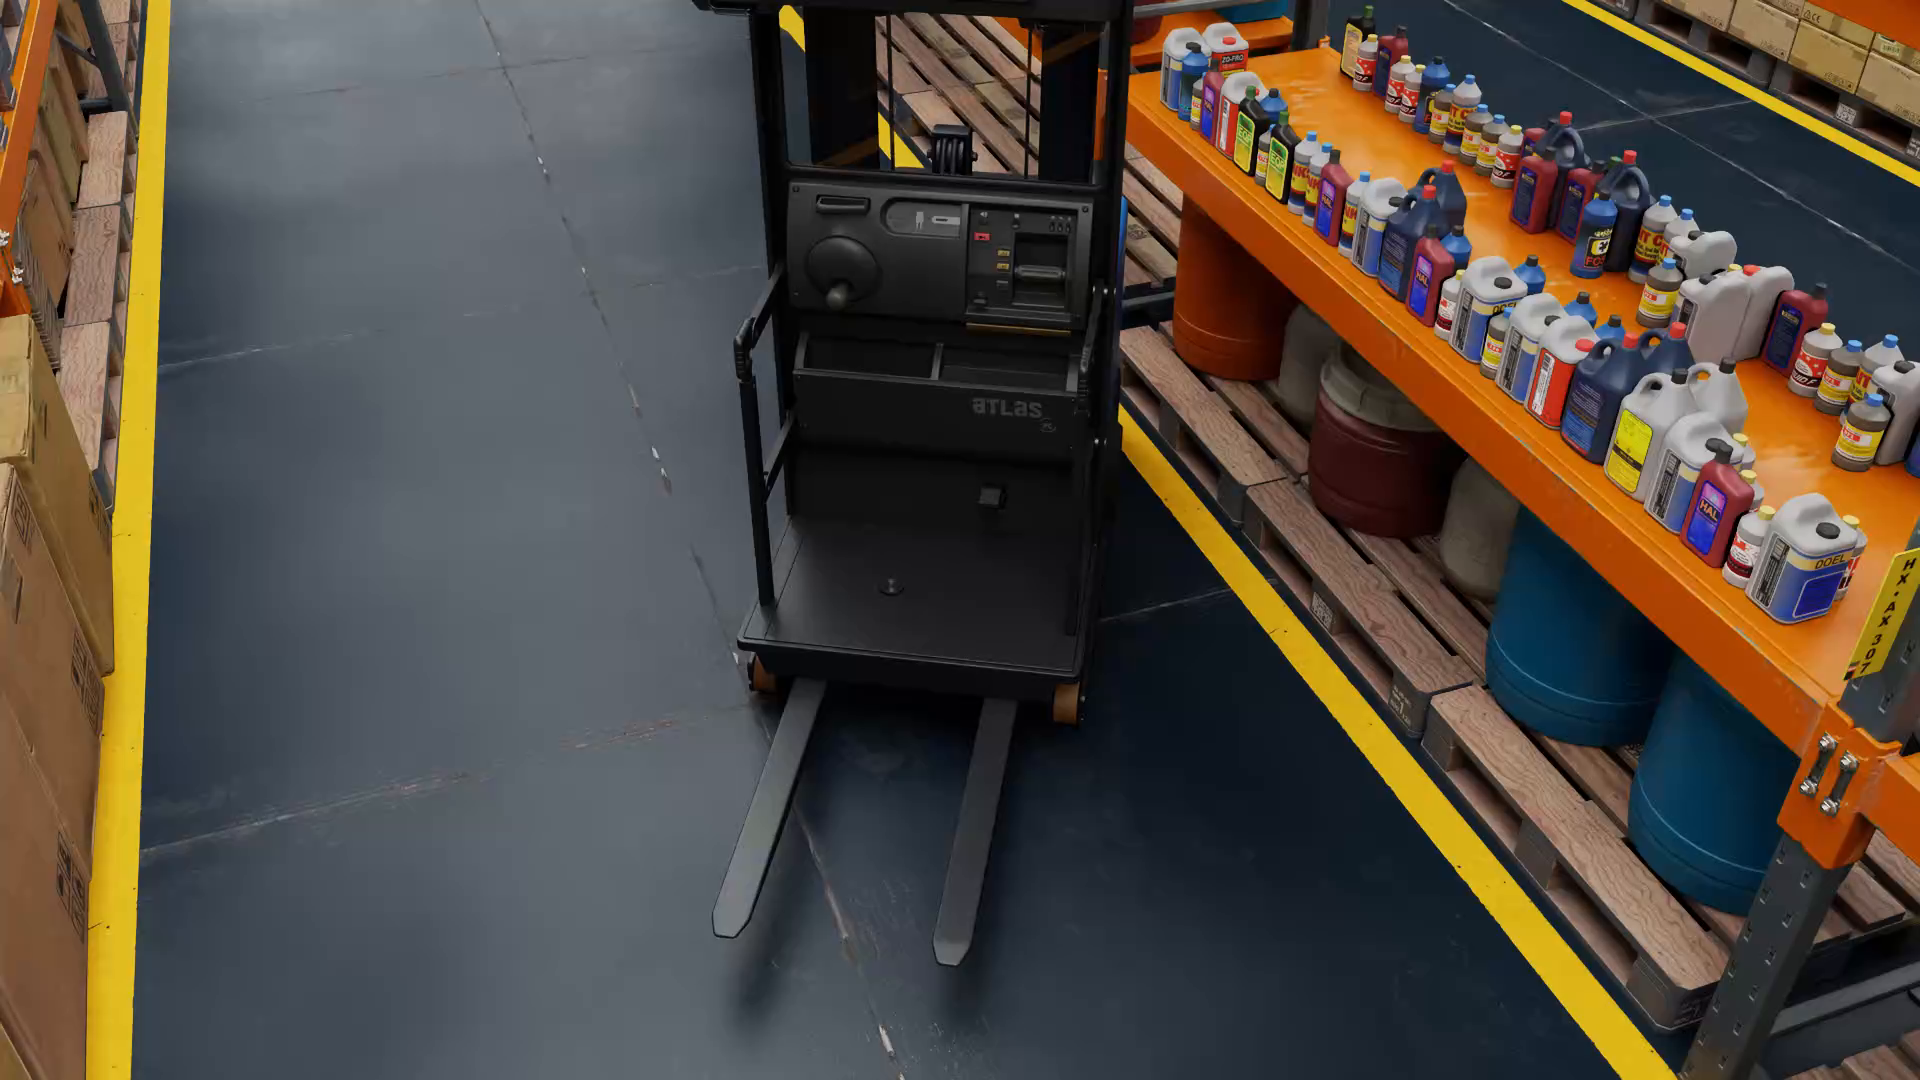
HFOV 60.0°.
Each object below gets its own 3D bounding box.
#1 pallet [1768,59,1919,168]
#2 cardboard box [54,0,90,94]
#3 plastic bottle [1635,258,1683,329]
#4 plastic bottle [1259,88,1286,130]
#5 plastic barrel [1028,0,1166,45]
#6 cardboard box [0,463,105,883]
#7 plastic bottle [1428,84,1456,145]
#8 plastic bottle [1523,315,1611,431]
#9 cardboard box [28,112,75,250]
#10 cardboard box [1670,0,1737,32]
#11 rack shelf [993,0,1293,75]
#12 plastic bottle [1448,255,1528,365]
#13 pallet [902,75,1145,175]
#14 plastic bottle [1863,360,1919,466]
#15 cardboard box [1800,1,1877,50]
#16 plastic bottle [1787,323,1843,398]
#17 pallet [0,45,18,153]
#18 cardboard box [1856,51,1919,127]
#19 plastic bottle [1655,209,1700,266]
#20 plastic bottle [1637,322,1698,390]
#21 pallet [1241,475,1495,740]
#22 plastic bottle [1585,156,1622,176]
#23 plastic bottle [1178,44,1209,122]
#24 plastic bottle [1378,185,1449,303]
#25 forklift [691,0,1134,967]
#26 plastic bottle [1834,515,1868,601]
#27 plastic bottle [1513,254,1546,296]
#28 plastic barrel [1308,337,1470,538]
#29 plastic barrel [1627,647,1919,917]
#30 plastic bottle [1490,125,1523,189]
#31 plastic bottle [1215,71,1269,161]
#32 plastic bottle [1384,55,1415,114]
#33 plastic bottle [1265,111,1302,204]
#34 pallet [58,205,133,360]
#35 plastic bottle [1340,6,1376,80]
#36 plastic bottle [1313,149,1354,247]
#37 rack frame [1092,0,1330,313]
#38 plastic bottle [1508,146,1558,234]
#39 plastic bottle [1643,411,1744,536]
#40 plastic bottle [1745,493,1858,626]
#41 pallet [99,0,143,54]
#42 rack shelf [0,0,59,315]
[{"bbox_3d":[5.403,-2.496,9.388,1.003,0.211,1.213,-12,39,-16],"label":"pallet"},{"bbox_3d":[-5.130,-2.751,9.137,0.500,0.500,0.500,-14,39,-17],"label":"cardboard box"},{"bbox_3d":[2.063,-0.732,4.894,0.097,0.201,0.097,0,37,0],"label":"plastic bottle"},{"bbox_3d":[1.073,-1.430,5.763,0.097,0.271,0.097,0,37,0],"label":"plastic bottle"},{"bbox_3d":[0.553,-2.367,6.786,0.600,0.536,0.708,-12,39,-16],"label":"plastic barrel"},{"bbox_3d":[-3.136,0.493,4.520,1.225,0.875,0.875,-12,39,-16],"label":"cardboard box"},{"bbox_3d":[1.740,-1.529,5.952,0.097,0.201,0.097,0,37,0],"label":"plastic bottle"},{"bbox_3d":[1.636,-0.451,4.458,0.152,0.276,0.135,-12,39,-16],"label":"plastic bottle"},{"bbox_3d":[-4.499,-1.584,7.571,0.700,0.500,0.500,-16,40,-20],"label":"cardboard box"},{"bbox_3d":[4.709,-3.318,10.098,0.500,0.250,0.500,-12,39,-15],"label":"cardboard box"},{"bbox_3d":[0.309,-2.955,8.278,1.077,0.370,4.000,-12,39,-16],"label":"rack shelf"},{"bbox_3d":[1.509,-0.658,4.733,0.152,0.276,0.135,-12,39,-16],"label":"plastic bottle"},{"bbox_3d":[0.351,-2.133,8.906,1.003,0.211,1.213,-12,39,-16],"label":"pallet"},{"bbox_3d":[2.446,-0.351,4.326,0.152,0.276,0.135,-12,39,-16],"label":"plastic bottle"},{"bbox_3d":[5.053,-2.967,9.166,0.500,0.311,0.500,-13,39,-17],"label":"cardboard box"},{"bbox_3d":[2.365,-0.502,4.589,0.097,0.201,0.097,0,37,0],"label":"plastic bottle"},{"bbox_3d":[-3.998,-1.391,5.764,1.213,0.211,1.003,-12,39,-16],"label":"pallet"},{"bbox_3d":[5.239,-2.453,8.949,0.500,0.250,0.500,-12,39,-15],"label":"cardboard box"},{"bbox_3d":[2.160,-0.868,5.016,0.097,0.271,0.097,0,37,0],"label":"plastic bottle"},{"bbox_3d":[1.822,-0.419,4.355,0.144,0.351,0.185,-12,39,-16],"label":"plastic bottle"},{"bbox_3d":[1.724,0.126,5.908,1.003,0.211,1.213,-12,39,-16],"label":"pallet"},{"bbox_3d":[2.040,-1.101,5.315,0.061,0.283,0.133,-12,39,-16],"label":"plastic bottle"},{"bbox_3d":[0.857,-1.679,6.093,0.097,0.271,0.097,0,37,0],"label":"plastic bottle"},{"bbox_3d":[1.371,-0.907,5.003,0.144,0.351,0.185,-12,39,-16],"label":"plastic bottle"},{"bbox_3d":[-0.097,-0.799,4.875,1.130,2.935,3.031,5,37,7],"label":"forklift"},{"bbox_3d":[2.045,0.034,3.877,0.097,0.201,0.097,0,37,0],"label":"plastic bottle"},{"bbox_3d":[1.620,-0.692,4.783,0.097,0.271,0.097,0,37,0],"label":"plastic bottle"},{"bbox_3d":[1.570,-0.407,5.952,0.600,0.588,0.708,-12,39,-16],"label":"plastic barrel"},{"bbox_3d":[2.203,0.506,4.480,0.600,0.901,0.708,-12,39,-16],"label":"plastic barrel"},{"bbox_3d":[1.874,-1.309,5.660,0.097,0.201,0.097,0,37,0],"label":"plastic bottle"},{"bbox_3d":[1.002,-1.491,5.839,0.152,0.276,0.135,-12,39,-16],"label":"plastic bottle"},{"bbox_3d":[1.639,-1.694,6.171,0.097,0.201,0.097,0,37,0],"label":"plastic bottle"},{"bbox_3d":[1.085,-1.278,5.551,0.061,0.283,0.133,-12,39,-16],"label":"plastic bottle"},{"bbox_3d":[-4.337,-1.103,7.540,1.003,0.211,1.213,-12,39,-16],"label":"pallet"},{"bbox_3d":[1.537,-1.926,6.411,0.061,0.283,0.133,-12,39,-16],"label":"plastic bottle"},{"bbox_3d":[1.198,-1.093,5.305,0.061,0.283,0.133,-12,39,-16],"label":"plastic bottle"},{"bbox_3d":[0.997,-2.113,6.562,1.000,3.000,0.127,-12,39,-16],"label":"rack frame"},{"bbox_3d":[1.859,-1.146,5.376,0.061,0.283,0.133,-12,39,-16],"label":"plastic bottle"},{"bbox_3d":[1.809,-0.166,4.080,0.152,0.276,0.135,-12,39,-16],"label":"plastic bottle"},{"bbox_3d":[1.935,0.040,3.806,0.152,0.276,0.135,-12,39,-16],"label":"plastic bottle"},{"bbox_3d":[-5.717,-3.296,10.450,1.003,0.211,1.213,-12,39,-16],"label":"pallet"},{"bbox_3d":[-4.341,-1.930,6.917,1.077,0.370,4.000,-12,39,-16],"label":"rack shelf"}]
